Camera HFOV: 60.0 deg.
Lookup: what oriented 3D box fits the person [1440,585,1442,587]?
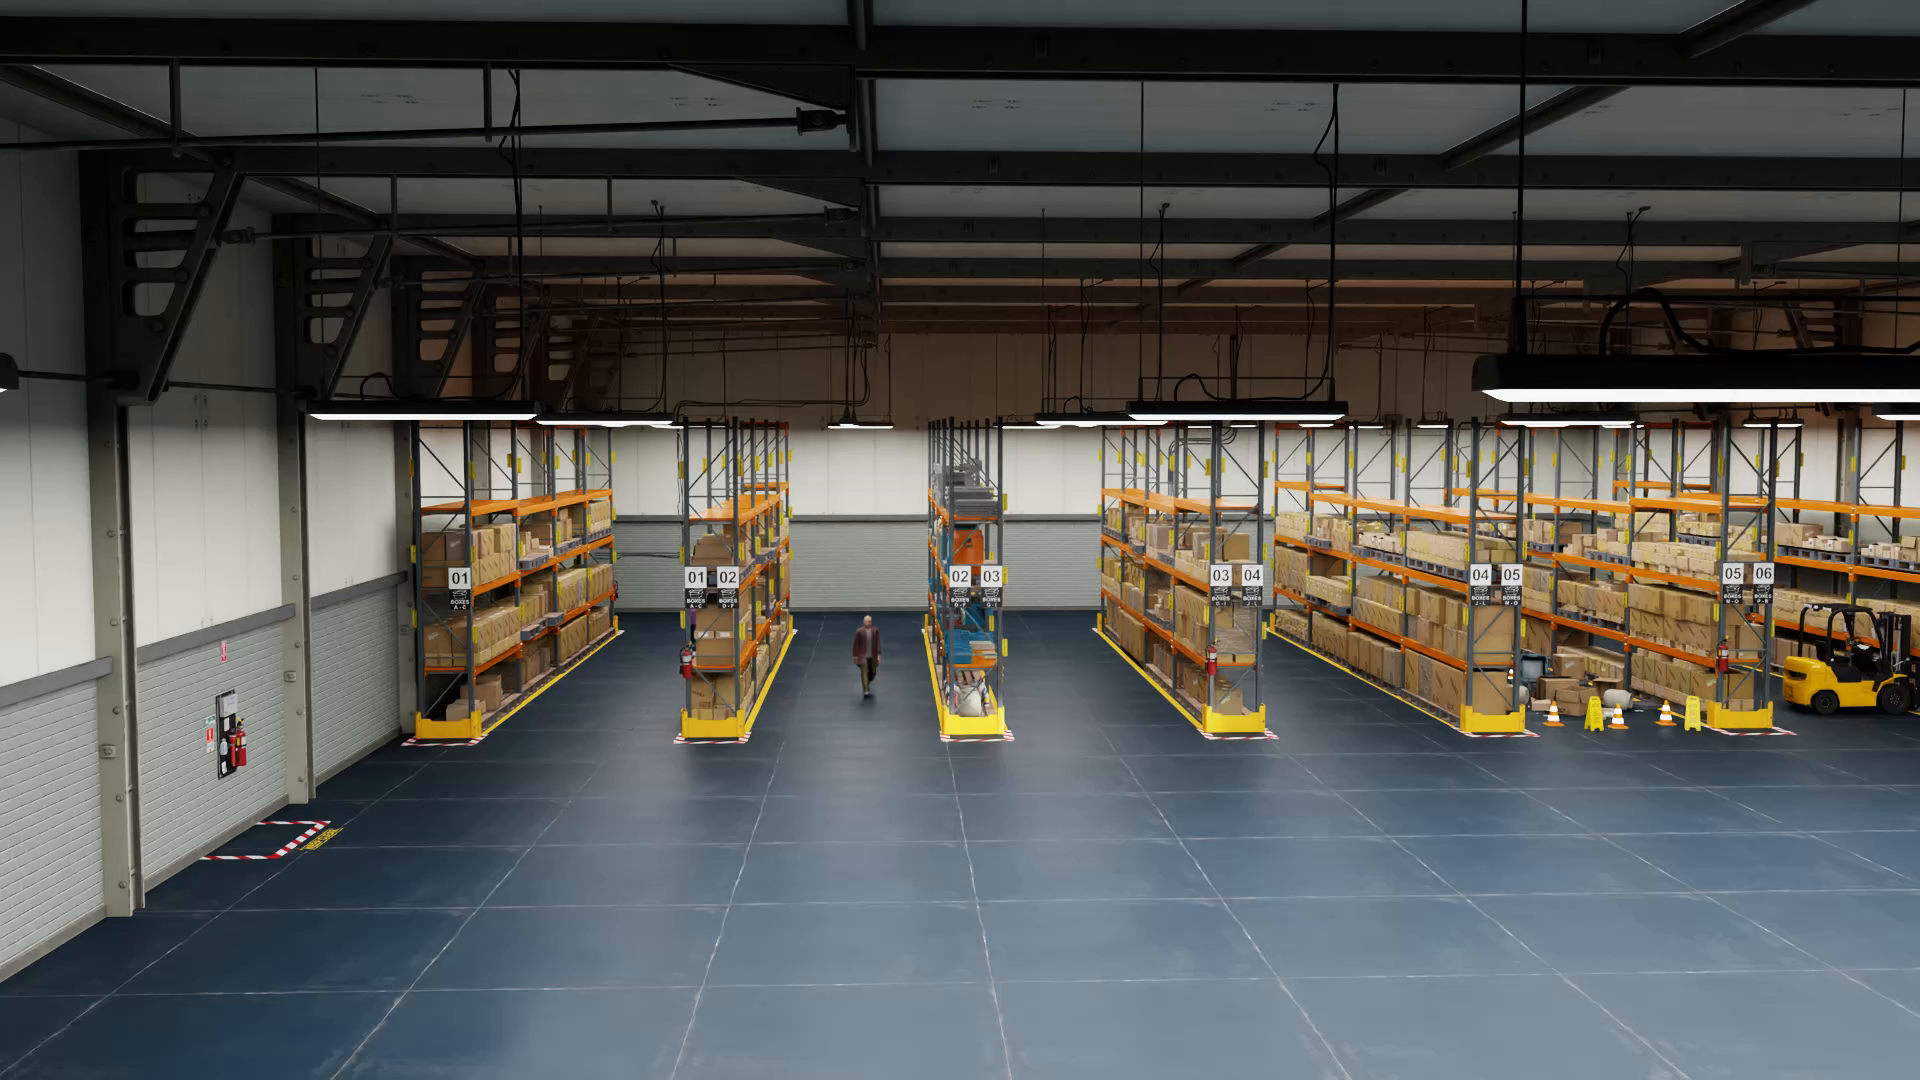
[{"bbox_3d":[14.666,1.586,49.997,1.034,1.754,0.547,-1,4,-9],"label":"person"}]

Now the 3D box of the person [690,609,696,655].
[{"bbox_3d":[-6.861,2.169,42.594,0.403,1.520,0.994,0,4,-4],"label":"person"}]

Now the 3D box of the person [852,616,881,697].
[{"bbox_3d":[-2.016,2.502,36.066,0.632,1.741,1.035,-1,4,-21],"label":"person"}]

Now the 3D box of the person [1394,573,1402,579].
[{"bbox_3d":[13.497,1.641,51.305,0.493,1.435,1.008,0,4,7],"label":"person"}]
